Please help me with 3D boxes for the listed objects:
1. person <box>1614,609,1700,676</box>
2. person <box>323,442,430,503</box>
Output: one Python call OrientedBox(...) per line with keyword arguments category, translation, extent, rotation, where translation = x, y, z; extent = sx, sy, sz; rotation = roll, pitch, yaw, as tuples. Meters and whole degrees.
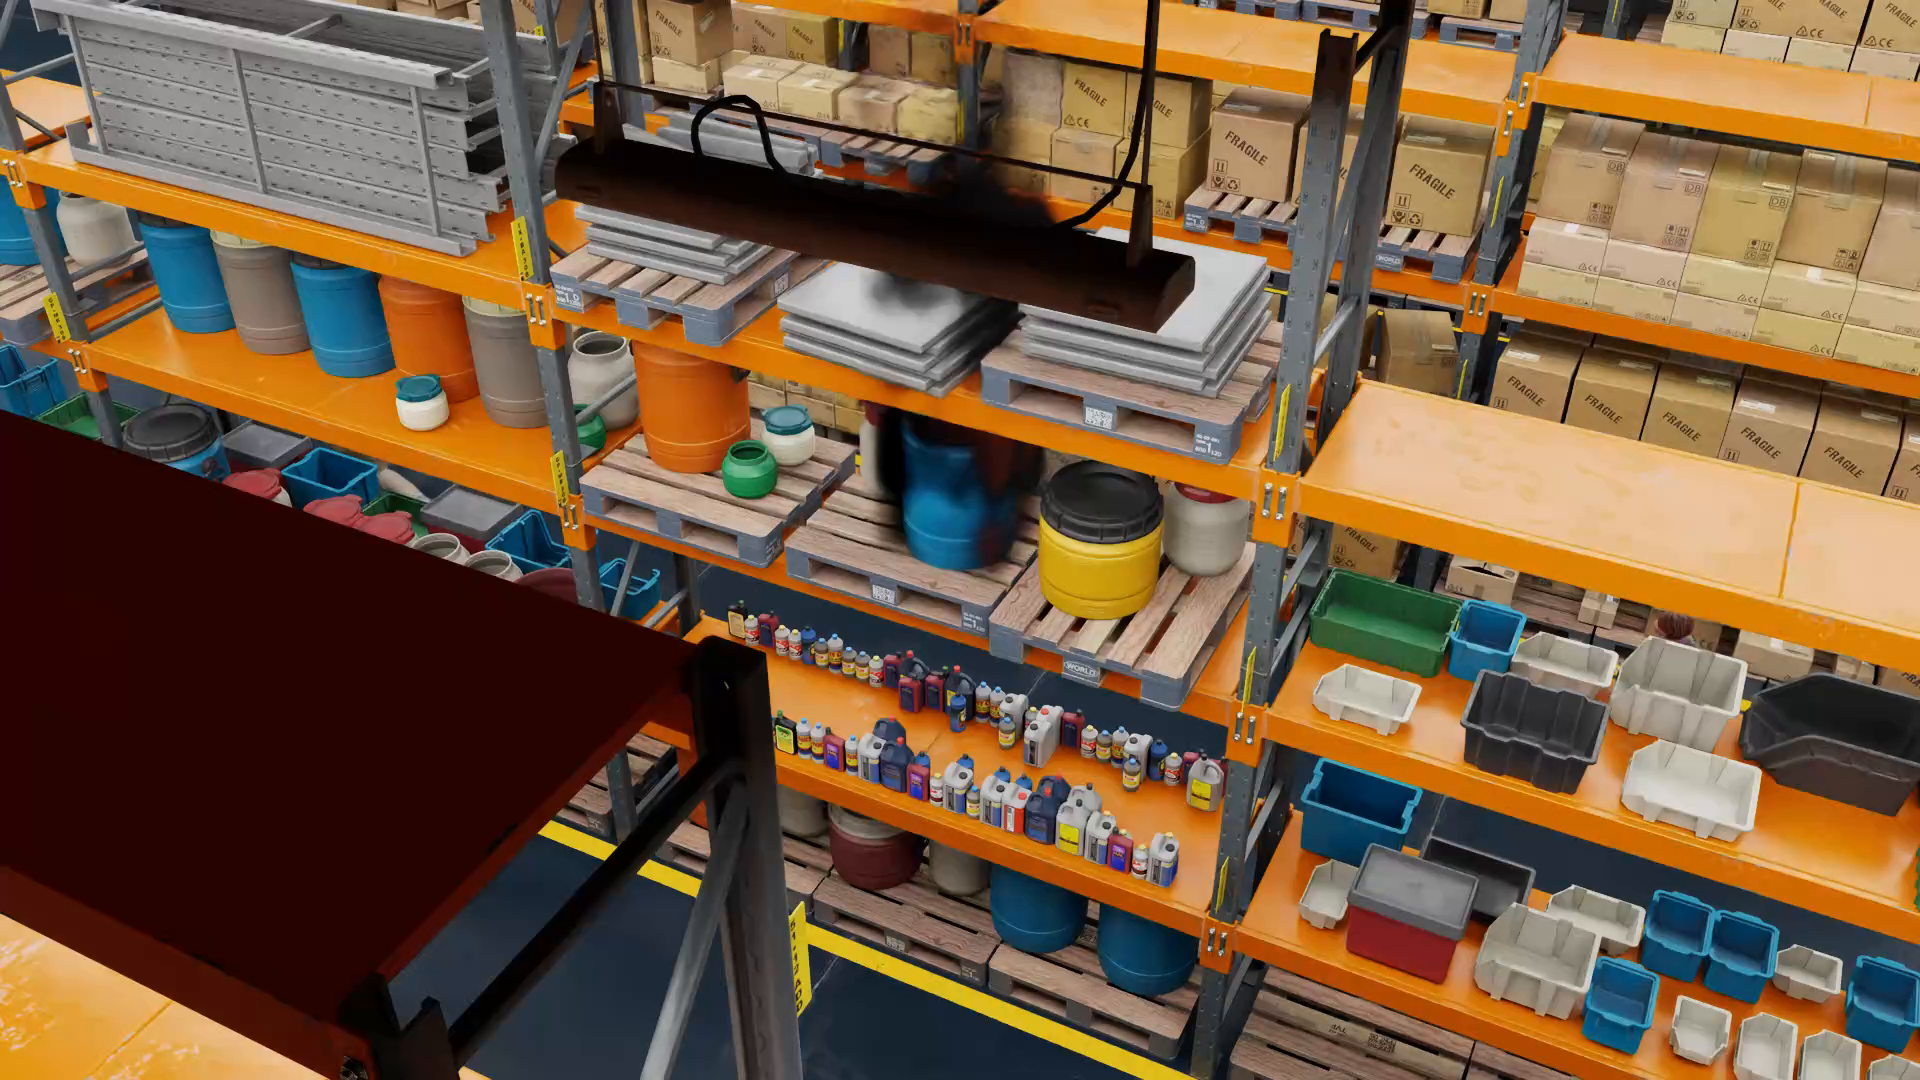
OrientedBox(category="person", translation=(4.542, 1.096, 10.899), extent=(0.795, 1.592, 0.540), rotation=(10, 36, 14))
OrientedBox(category="person", translation=(-4.888, -0.780, 13.541), extent=(1.077, 1.732, 0.662), rotation=(14, 37, 19))
